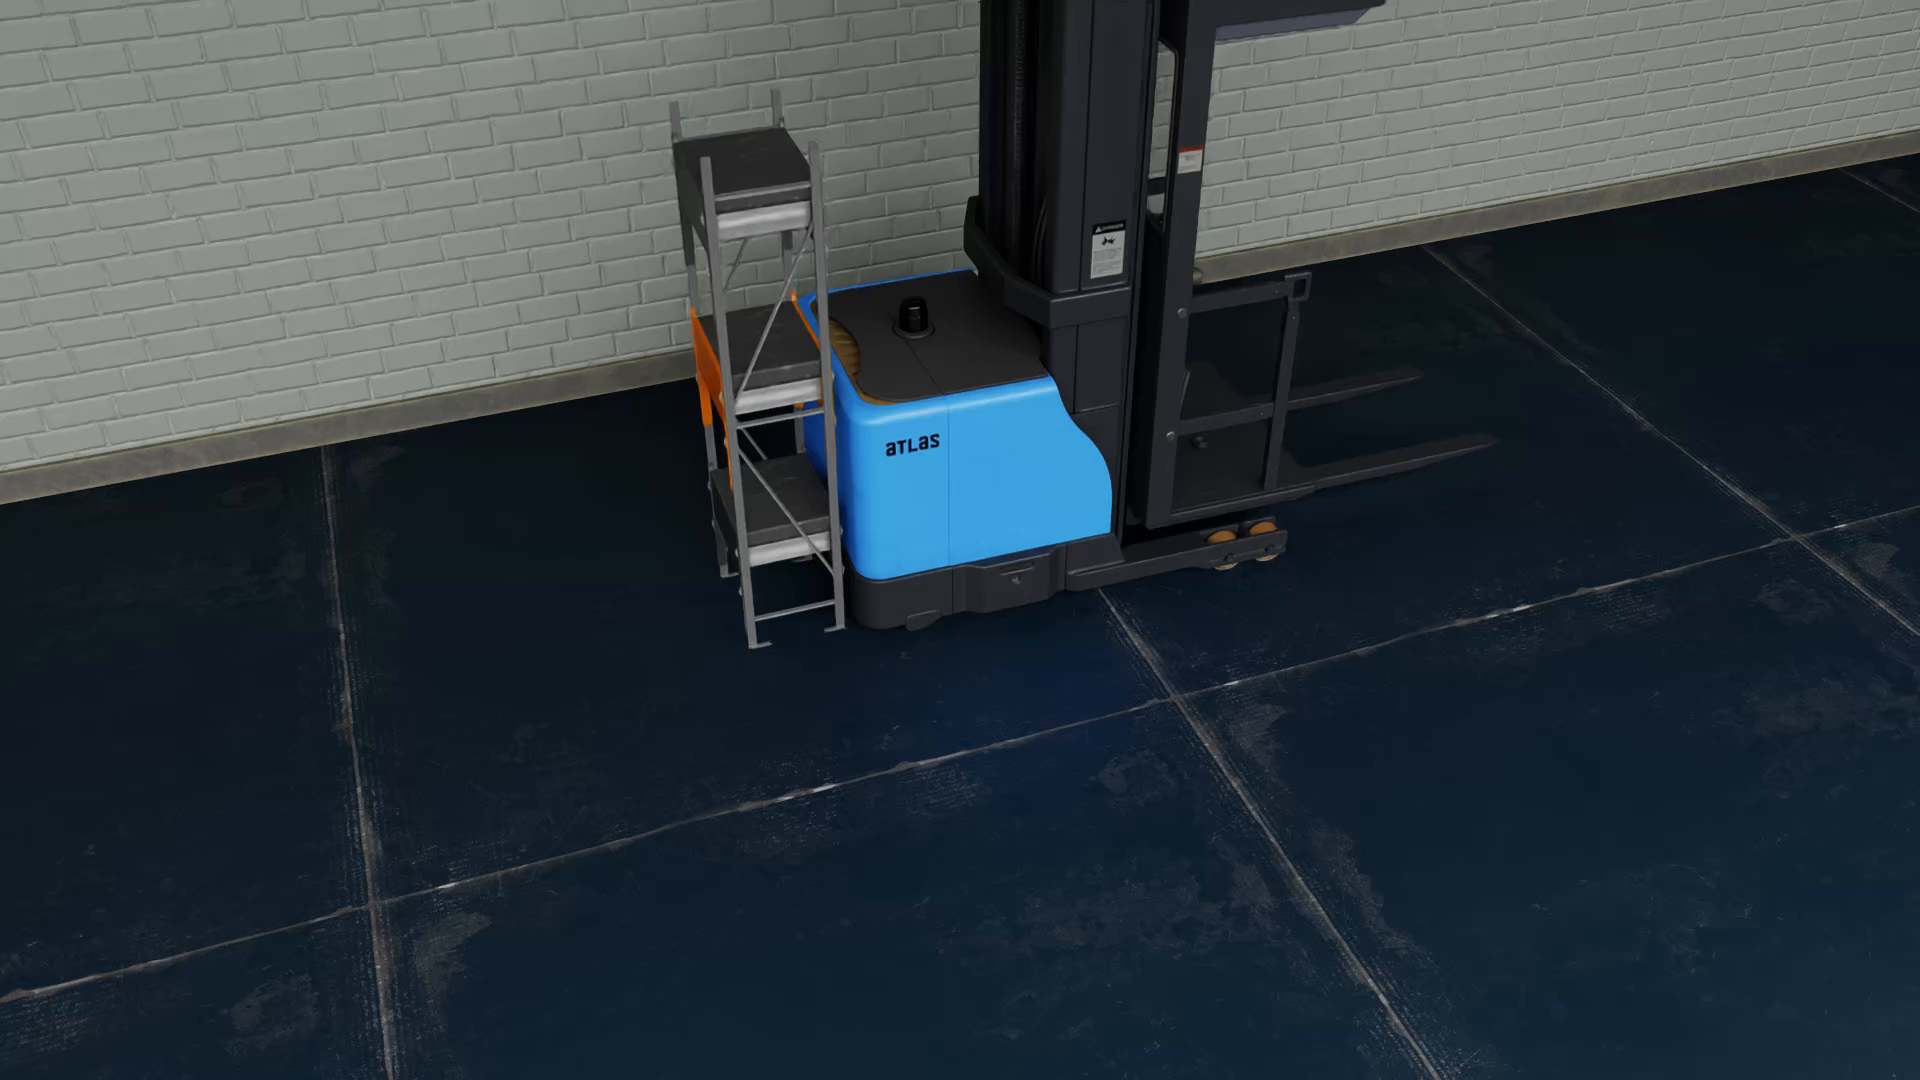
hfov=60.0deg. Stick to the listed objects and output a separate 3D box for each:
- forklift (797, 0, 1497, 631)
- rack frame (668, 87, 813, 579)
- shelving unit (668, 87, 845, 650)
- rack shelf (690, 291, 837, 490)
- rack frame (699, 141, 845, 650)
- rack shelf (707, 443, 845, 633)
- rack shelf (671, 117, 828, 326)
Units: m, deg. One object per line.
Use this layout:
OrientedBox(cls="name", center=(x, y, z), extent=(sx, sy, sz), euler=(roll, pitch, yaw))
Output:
OrientedBox(cls="forklift", center=(0.875, -1.332, 6.582), extent=(3.031, 2.935, 1.130), euler=(-12, 39, -15))
OrientedBox(cls="rack frame", center=(-0.824, -0.719, 6.459), extent=(0.400, 2.100, 0.015), euler=(-12, 39, -16))
OrientedBox(cls="shelving unit", center=(-0.741, -0.581, 6.276), extent=(0.431, 2.100, 0.503), euler=(-12, 39, -16))
OrientedBox(cls="rack shelf", center=(-0.741, -0.570, 6.284), extent=(0.431, 0.518, 0.480), euler=(-12, 39, -16))
OrientedBox(cls="rack frame", center=(-0.659, -0.443, 6.092), extent=(0.400, 2.100, 0.015), euler=(-12, 39, -16))
OrientedBox(cls="rack shelf", center=(-0.741, -0.011, 6.705), extent=(0.431, 0.518, 0.480), euler=(-12, 39, -16))
OrientedBox(cls="rack shelf", center=(-0.741, -1.129, 5.863), extent=(0.431, 0.518, 0.480), euler=(-12, 39, -16))
